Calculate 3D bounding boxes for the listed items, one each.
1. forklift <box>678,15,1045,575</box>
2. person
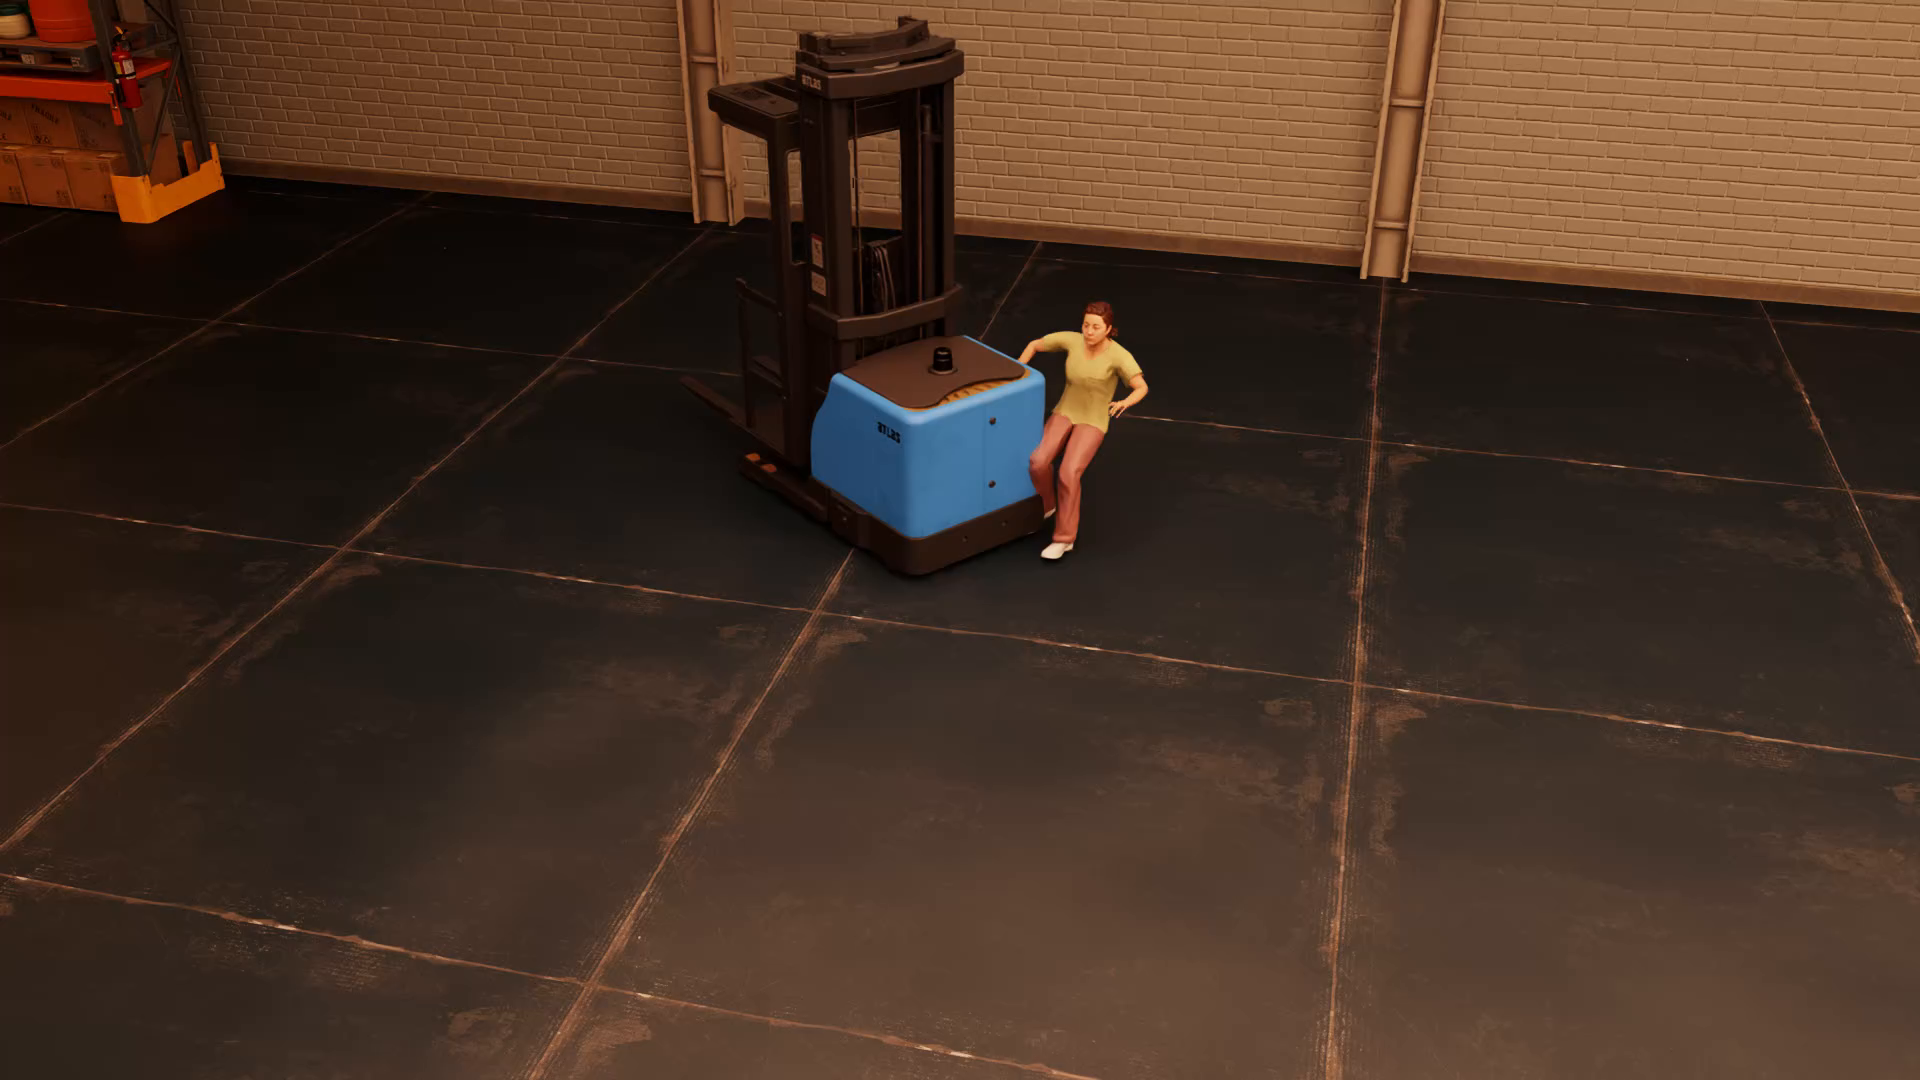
[{"bbox_3d":[-0.789,-1.734,10.231,1.130,2.935,3.031,-21,36,-33],"label":"forklift"},{"bbox_3d":[0.648,-0.666,9.865,0.872,1.428,0.836,11,31,18],"label":"person"}]
